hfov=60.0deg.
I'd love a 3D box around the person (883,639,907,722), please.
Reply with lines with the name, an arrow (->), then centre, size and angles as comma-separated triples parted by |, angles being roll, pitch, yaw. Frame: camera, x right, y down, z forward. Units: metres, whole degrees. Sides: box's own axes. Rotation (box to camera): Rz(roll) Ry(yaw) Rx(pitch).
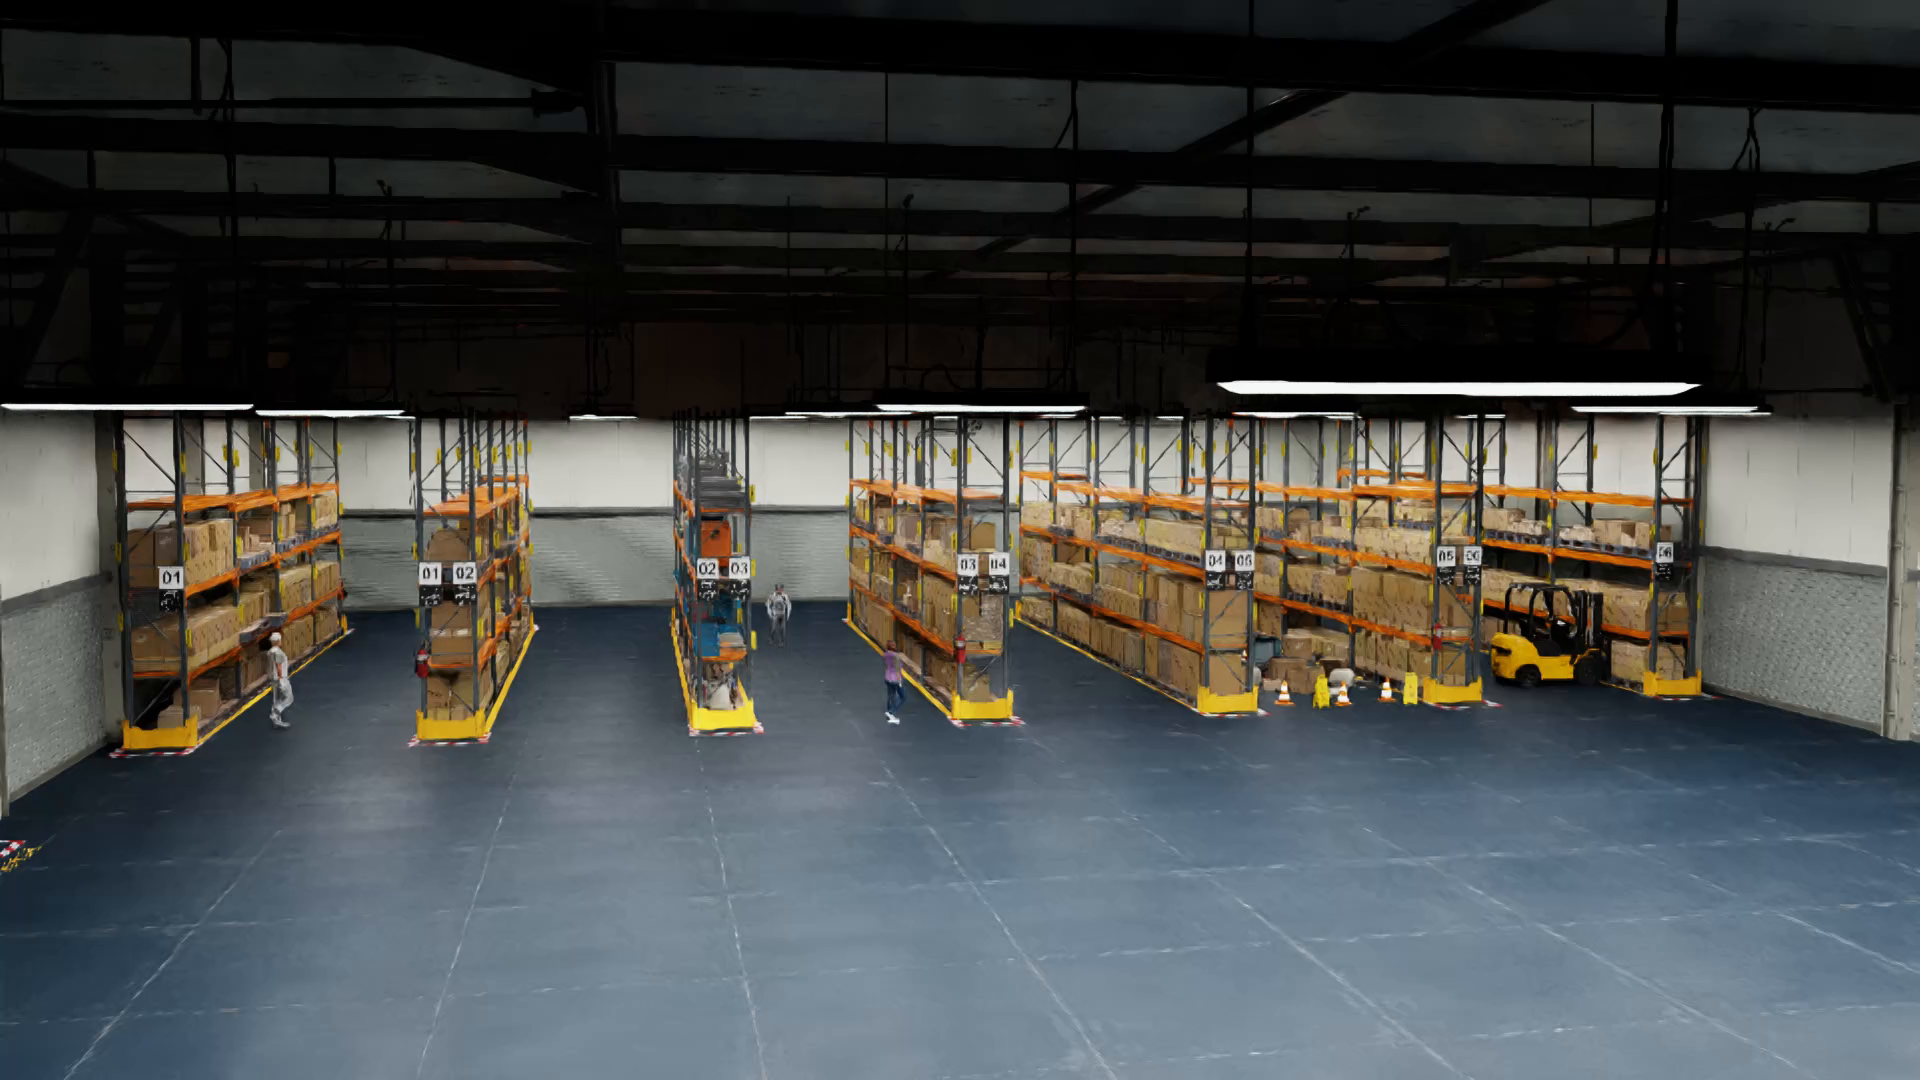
person -> -1.277, 2.682, 31.555 | 0.407, 1.594, 0.459 | -4, 5, -42

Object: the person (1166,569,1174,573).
person -> 5.872, 1.606, 46.511 | 0.530, 1.589, 0.547 | 0, 4, 3

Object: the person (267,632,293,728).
person -> -12.756, 2.618, 31.084 | 0.443, 1.786, 0.598 | -3, 5, -38

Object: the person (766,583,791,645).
person -> -4.653, 1.894, 42.514 | 0.610, 1.632, 0.512 | -1, 4, -14
